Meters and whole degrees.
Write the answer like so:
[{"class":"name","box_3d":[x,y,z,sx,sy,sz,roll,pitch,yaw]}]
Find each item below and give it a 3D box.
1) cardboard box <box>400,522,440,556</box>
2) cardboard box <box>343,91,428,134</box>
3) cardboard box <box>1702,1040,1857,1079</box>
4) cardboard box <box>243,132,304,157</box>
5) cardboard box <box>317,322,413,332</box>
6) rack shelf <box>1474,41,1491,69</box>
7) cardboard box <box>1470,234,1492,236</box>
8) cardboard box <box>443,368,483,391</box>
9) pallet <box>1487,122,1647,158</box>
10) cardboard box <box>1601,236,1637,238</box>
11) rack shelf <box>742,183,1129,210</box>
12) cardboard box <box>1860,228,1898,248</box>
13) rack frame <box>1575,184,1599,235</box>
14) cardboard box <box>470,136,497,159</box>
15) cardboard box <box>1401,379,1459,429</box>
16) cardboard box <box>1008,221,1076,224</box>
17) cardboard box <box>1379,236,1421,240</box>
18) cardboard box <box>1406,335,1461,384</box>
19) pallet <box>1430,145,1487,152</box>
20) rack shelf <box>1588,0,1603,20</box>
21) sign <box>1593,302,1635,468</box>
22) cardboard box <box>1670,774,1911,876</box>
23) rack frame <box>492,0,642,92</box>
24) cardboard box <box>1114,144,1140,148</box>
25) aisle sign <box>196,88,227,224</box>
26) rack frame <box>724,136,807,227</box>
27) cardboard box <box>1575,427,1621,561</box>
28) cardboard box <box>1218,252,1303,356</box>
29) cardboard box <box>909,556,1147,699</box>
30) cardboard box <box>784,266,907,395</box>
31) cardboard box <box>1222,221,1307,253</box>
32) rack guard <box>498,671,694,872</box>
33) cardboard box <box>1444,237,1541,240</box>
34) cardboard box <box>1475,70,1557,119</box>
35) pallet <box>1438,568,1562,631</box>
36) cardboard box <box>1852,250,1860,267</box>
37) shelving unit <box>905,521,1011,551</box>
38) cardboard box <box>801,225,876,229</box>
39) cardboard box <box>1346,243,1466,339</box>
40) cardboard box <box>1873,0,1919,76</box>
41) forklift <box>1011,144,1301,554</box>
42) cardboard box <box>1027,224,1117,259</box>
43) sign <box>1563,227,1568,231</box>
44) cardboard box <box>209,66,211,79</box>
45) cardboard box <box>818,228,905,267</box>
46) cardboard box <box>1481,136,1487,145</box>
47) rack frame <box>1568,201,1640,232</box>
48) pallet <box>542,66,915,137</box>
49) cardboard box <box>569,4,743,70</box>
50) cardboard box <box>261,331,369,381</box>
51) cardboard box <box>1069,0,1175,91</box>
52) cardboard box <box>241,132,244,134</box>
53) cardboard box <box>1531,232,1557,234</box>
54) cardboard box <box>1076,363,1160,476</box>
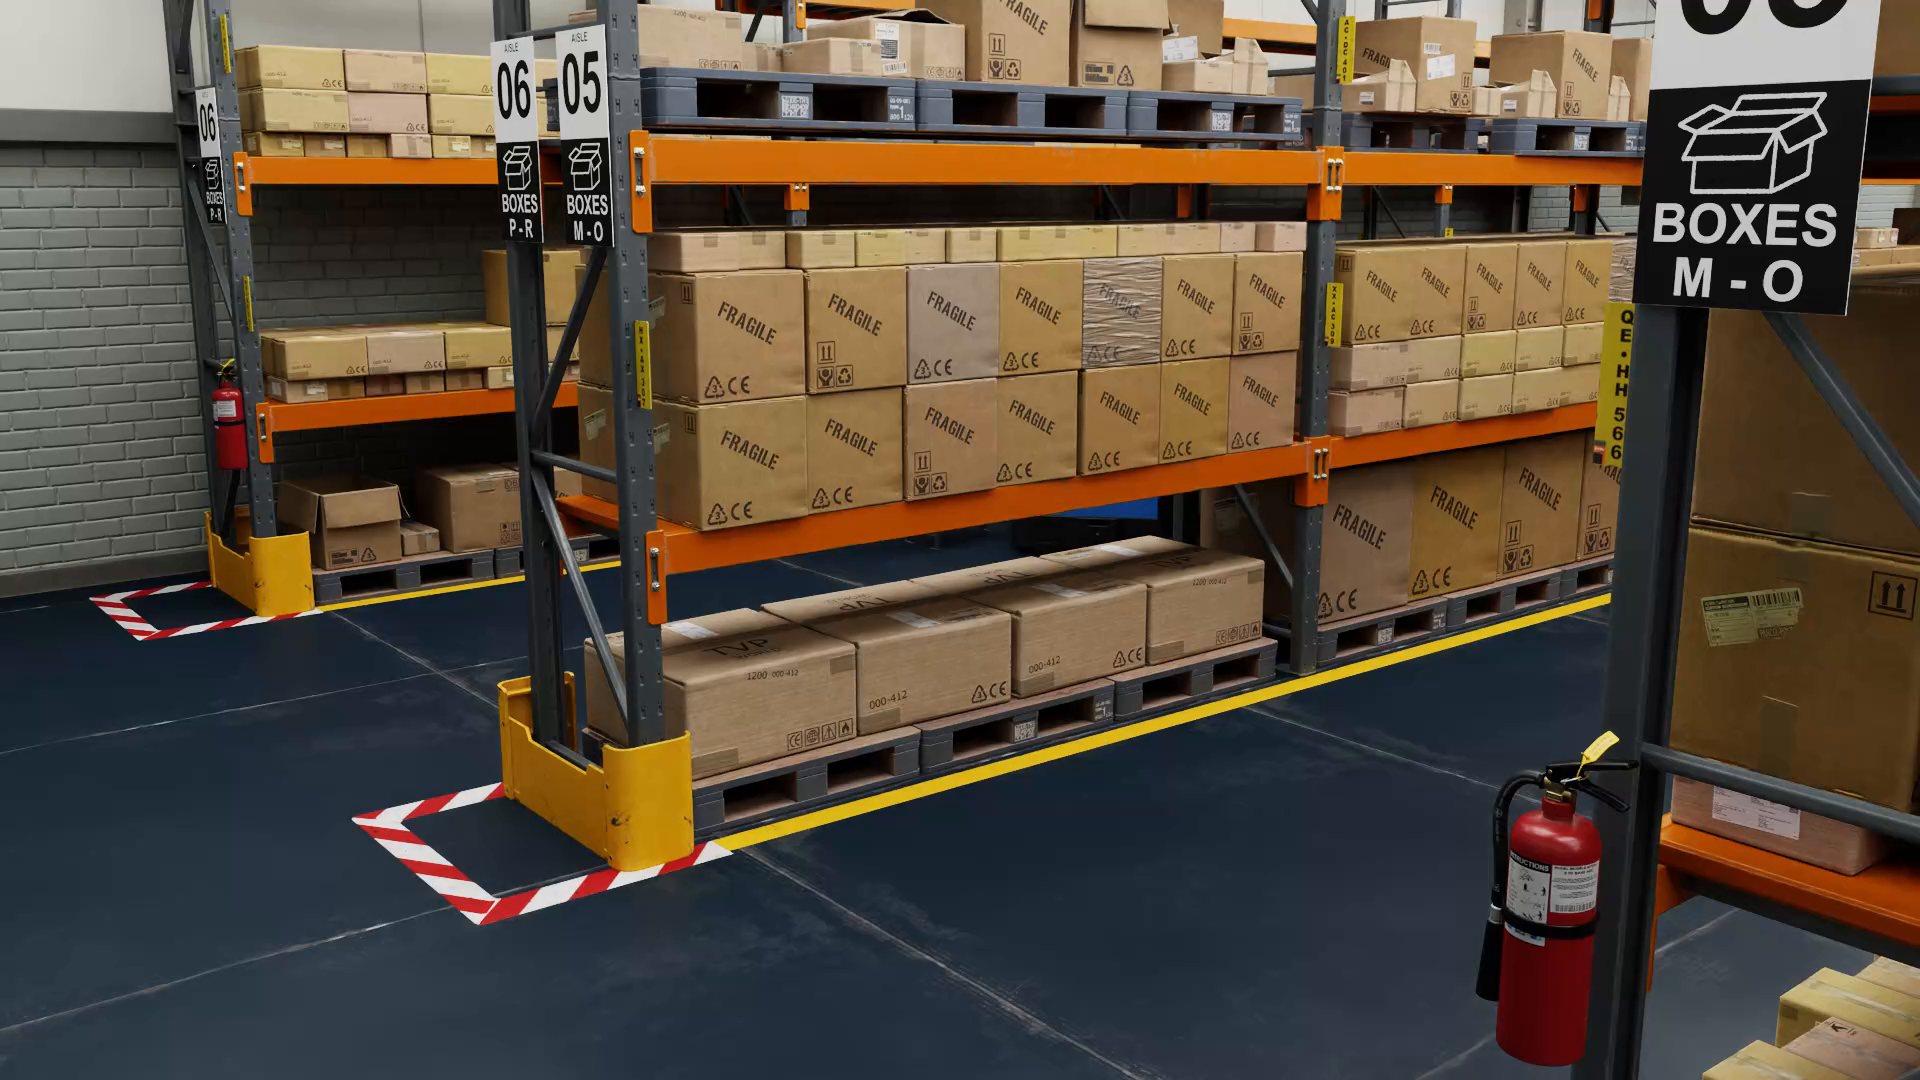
[{"class":"cardboard box","box_3d":[-3.736,-0.010,11.308,0.250,0.149,0.380,-10,16,-40]},{"class":"cardboard box","box_3d":[-3.728,-2.709,10.586,0.500,0.250,0.500,-9,15,-37]},{"class":"cardboard box","box_3d":[1.901,1.296,3.724,0.250,0.149,0.380,-9,15,-37]},{"class":"cardboard box","box_3d":[-4.235,-2.435,10.256,0.250,0.149,0.380,-9,15,-36]},{"class":"cardboard box","box_3d":[-4.032,-1.328,11.307,0.500,0.250,0.500,-9,15,-37]},{"class":"rack shelf","box_3d":[6.303,-5.290,18.573,4.000,0.370,1.077,-9,15,-38]},{"class":"cardboard box","box_3d":[5.822,-3.407,18.933,0.250,0.149,0.380,-10,15,-38]},{"class":"cardboard box","box_3d":[-3.408,-1.100,11.194,0.250,0.149,0.380,-9,15,-37]},{"class":"pallet","box_3d":[4.252,-2.603,10.898,1.003,0.211,1.213,-9,15,-35]},{"class":"cardboard box","box_3d":[4.481,-1.749,10.994,0.500,0.500,0.500,-10,16,-39]},{"class":"rack shelf","box_3d":[0.056,-2.981,13.954,4.000,0.370,1.077,-9,15,-38]},{"class":"cardboard box","box_3d":[7.096,-2.368,13.030,0.250,0.149,0.380,-10,16,-39]},{"class":"rack frame","box_3d":[4.722,-1.320,11.624,0.127,3.000,1.000,-9,15,-38]},{"class":"cardboard box","box_3d":[-3.222,-2.596,11.018,0.250,0.149,0.380,-10,15,-38]},{"class":"cardboard box","box_3d":[2.510,-0.809,9.580,0.500,0.250,0.500,-10,16,-39]},{"class":"cardboard box","box_3d":[0.368,-1.530,8.401,0.250,0.149,0.380,-10,16,-39]},{"class":"cardboard box","box_3d":[4.802,-3.246,18.175,0.250,0.149,0.380,-9,15,-38]},{"class":"cardboard box","box_3d":[2.507,-1.056,9.537,0.500,0.250,0.500,-9,15,-37]},{"class":"pallet","box_3d":[5.391,-4.183,18.096,1.213,0.211,1.003,-9,15,-38]},{"class":"rack shelf","box_3d":[3.160,-3.448,9.895,4.000,0.370,1.077,-9,15,-38]},{"class":"sign","box_3d":[1.315,-0.306,3.299,0.005,0.325,0.100,-9,15,-38]},{"class":"cardboard box","box_3d":[1.724,0.542,3.457,0.250,0.149,0.380,-9,15,-38]},{"class":"rack frame","box_3d":[-1.525,-3.217,6.112,0.127,3.000,1.000,-9,15,-38]},{"class":"cardboard box","box_3d":[1.369,-3.413,14.618,0.500,0.250,0.500,-10,16,-40]},{"class":"aisle sign","box_3d":[-4.499,-2.302,9.988,0.004,0.787,0.394,-9,15,-38]},{"class":"rack frame","box_3d":[-1.506,-1.606,12.969,0.127,3.000,1.000,-9,15,-38]},{"class":"cardboard box","box_3d":[4.130,-0.410,11.442,0.875,0.875,0.875,-10,15,-38]},{"class":"cardboard box","box_3d":[1.402,-1.233,8.566,0.500,0.500,0.500,-10,15,-38]},{"class":"cardboard box","box_3d":[0.342,0.427,8.553,0.875,0.438,0.875,-10,16,-39]},{"class":"cardboard box","box_3d":[-0.573,-0.904,7.018,0.500,0.500,0.500,-10,16,-39]},{"class":"cardboard box","box_3d":[1.556,-1.565,8.567,0.250,0.149,0.380,-10,15,-39]},{"class":"rack guard","box_3d":[-1.544,0.944,6.980,0.348,0.500,1.175,-9,15,-38]},{"class":"cardboard box","box_3d":[3.389,-1.703,10.780,0.500,0.500,0.500,-9,15,-36]},{"class":"cardboard box","box_3d":[3.244,-2.588,9.688,0.258,0.266,0.396,-8,14,-33]},{"class":"pallet","box_3d":[3.107,0.291,10.748,1.213,0.211,1.003,-9,15,-38]},{"class":"cardboard box","box_3d":[6.426,-1.943,12.590,0.500,0.500,0.500,-10,16,-40]},{"class":"shelving unit","box_3d":[0.005,-0.735,12.477,0.755,1.500,0.431,-9,15,-38]},{"class":"cardboard box","box_3d":[-0.567,-1.349,7.550,0.250,0.149,0.380,-10,15,-38]},{"class":"cardboard box","box_3d":[2.501,-1.420,9.447,0.500,0.500,0.500,-10,15,-38]},{"class":"cardboard box","box_3d":[1.836,-0.988,3.200,0.500,0.250,0.500,-10,15,-39]},{"class":"forklift","box_3d":[1.933,-1.370,12.024,3.031,2.935,1.130,2,12,9]},{"class":"cardboard box","box_3d":[0.519,-1.409,7.834,0.250,0.149,0.380,-10,15,-39]},{"class":"sign","box_3d":[7.523,-3.716,20.631,0.005,0.325,0.100,-9,15,-38]},{"class":"cardboard box","box_3d":[-4.456,-2.974,10.630,0.500,0.250,0.500,-10,16,-39]},{"class":"cardboard box","box_3d":[-0.446,-1.236,7.020,0.250,0.149,0.380,-10,16,-39]},{"class":"cardboard box","box_3d":[5.543,-4.390,17.823,0.500,0.311,0.500,-9,15,-37]},{"class":"rack frame","box_3d":[7.865,-3.163,20.302,0.127,3.000,1.000,-9,15,-38]},{"class":"pallet","box_3d":[-0.953,-1.804,6.894,1.213,0.211,1.003,-9,15,-38]},{"class":"cardboard box","box_3d":[-1.230,-2.003,6.729,0.500,0.250,0.500,-11,16,-43]},{"class":"cardboard box","box_3d":[-4.106,-1.174,10.581,0.500,0.250,0.500,-9,15,-37]},{"class":"cardboard box","box_3d":[0.565,-2.393,7.955,0.637,0.503,0.797,-8,14,-33]},{"class":"cardboard box","box_3d":[-4.452,-2.728,10.677,0.500,0.250,0.500,-10,15,-39]},{"class":"cardboard box","box_3d":[6.844,-3.571,19.705,0.250,0.149,0.380,-9,15,-37]},{"class":"cardboard box","box_3d":[0.614,-0.613,8.054,0.500,0.500,0.500,-10,15,-38]}]
